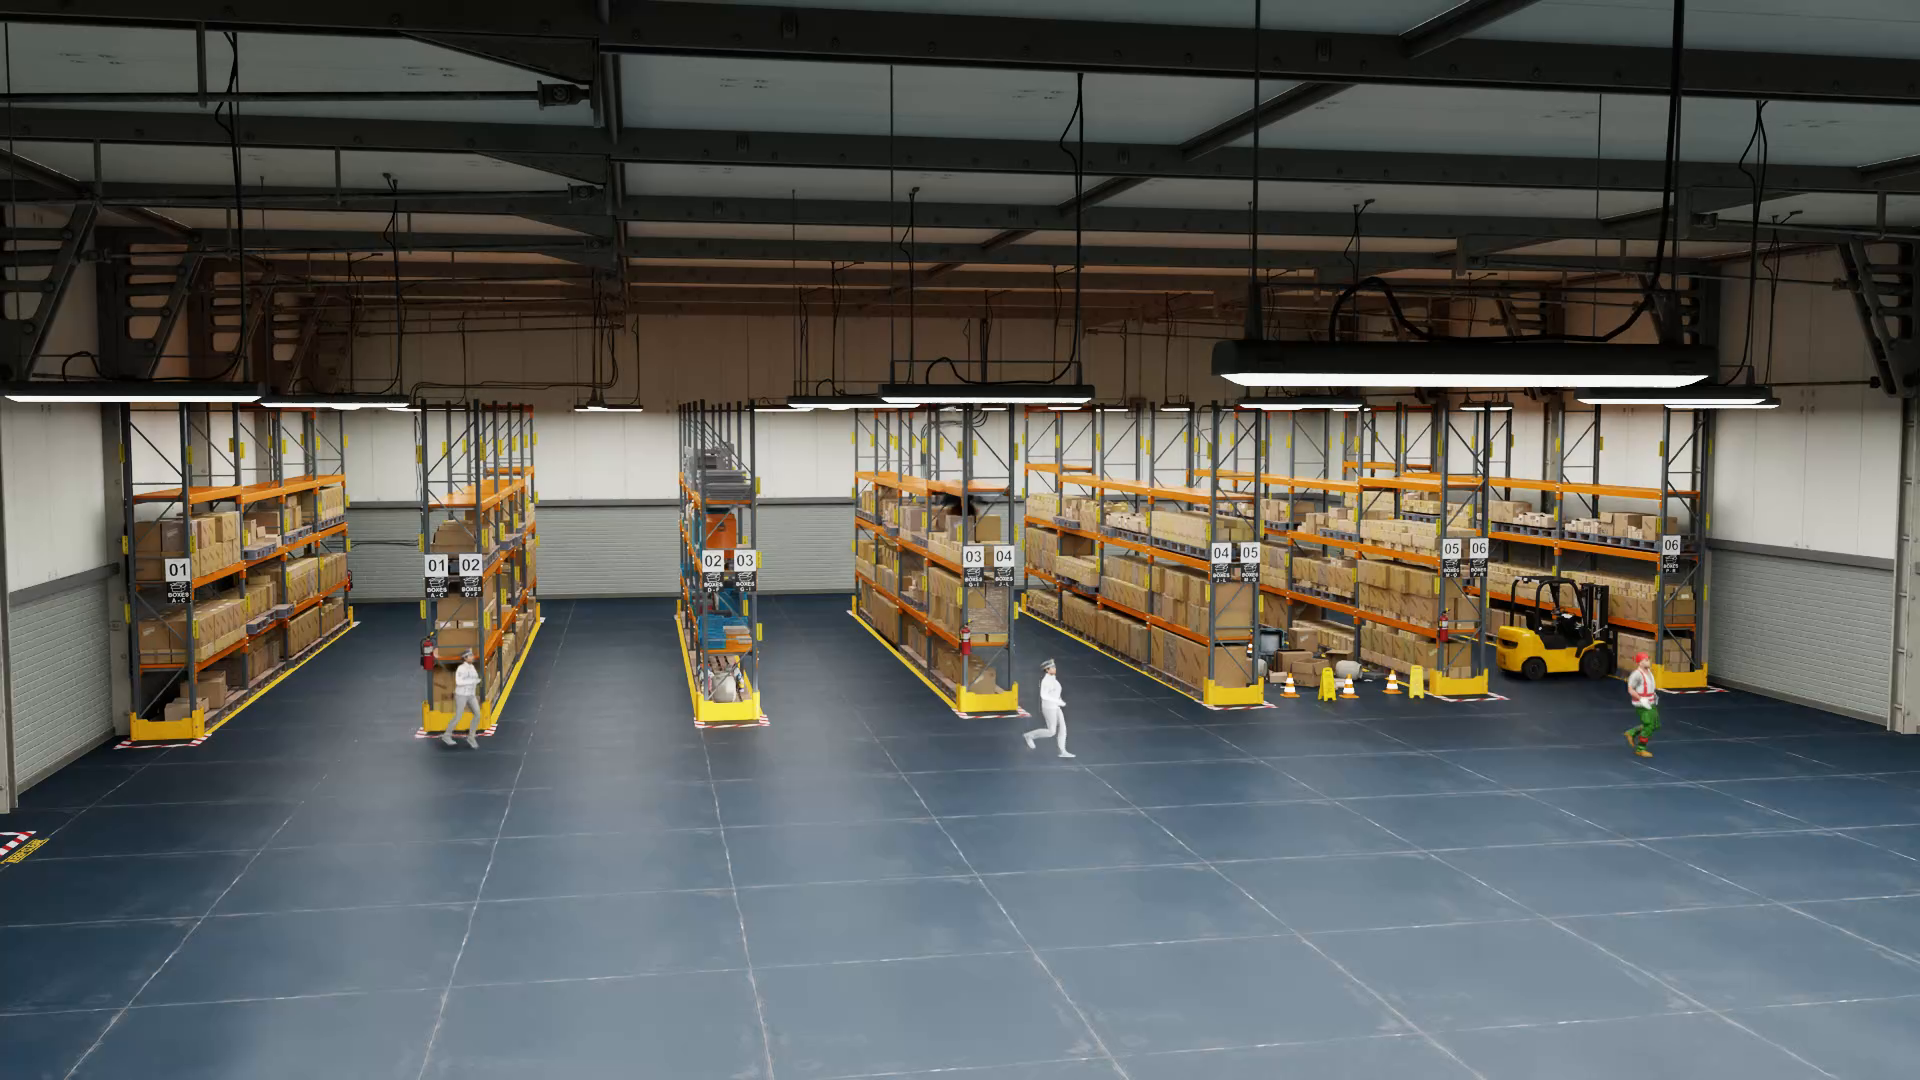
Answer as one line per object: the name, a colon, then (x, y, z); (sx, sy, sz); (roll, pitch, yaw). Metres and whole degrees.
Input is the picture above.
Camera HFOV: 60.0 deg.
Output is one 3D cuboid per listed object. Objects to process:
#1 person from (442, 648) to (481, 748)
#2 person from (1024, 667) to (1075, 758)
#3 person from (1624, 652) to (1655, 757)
person: (-8.532, 2.723, 28.680); (0.728, 1.745, 0.612); (1, 5, 19)
person: (1.517, 2.823, 27.772); (0.861, 1.616, 0.488); (1, 5, 18)
person: (11.424, 2.748, 27.936); (0.654, 1.748, 0.517); (-4, 6, -42)
